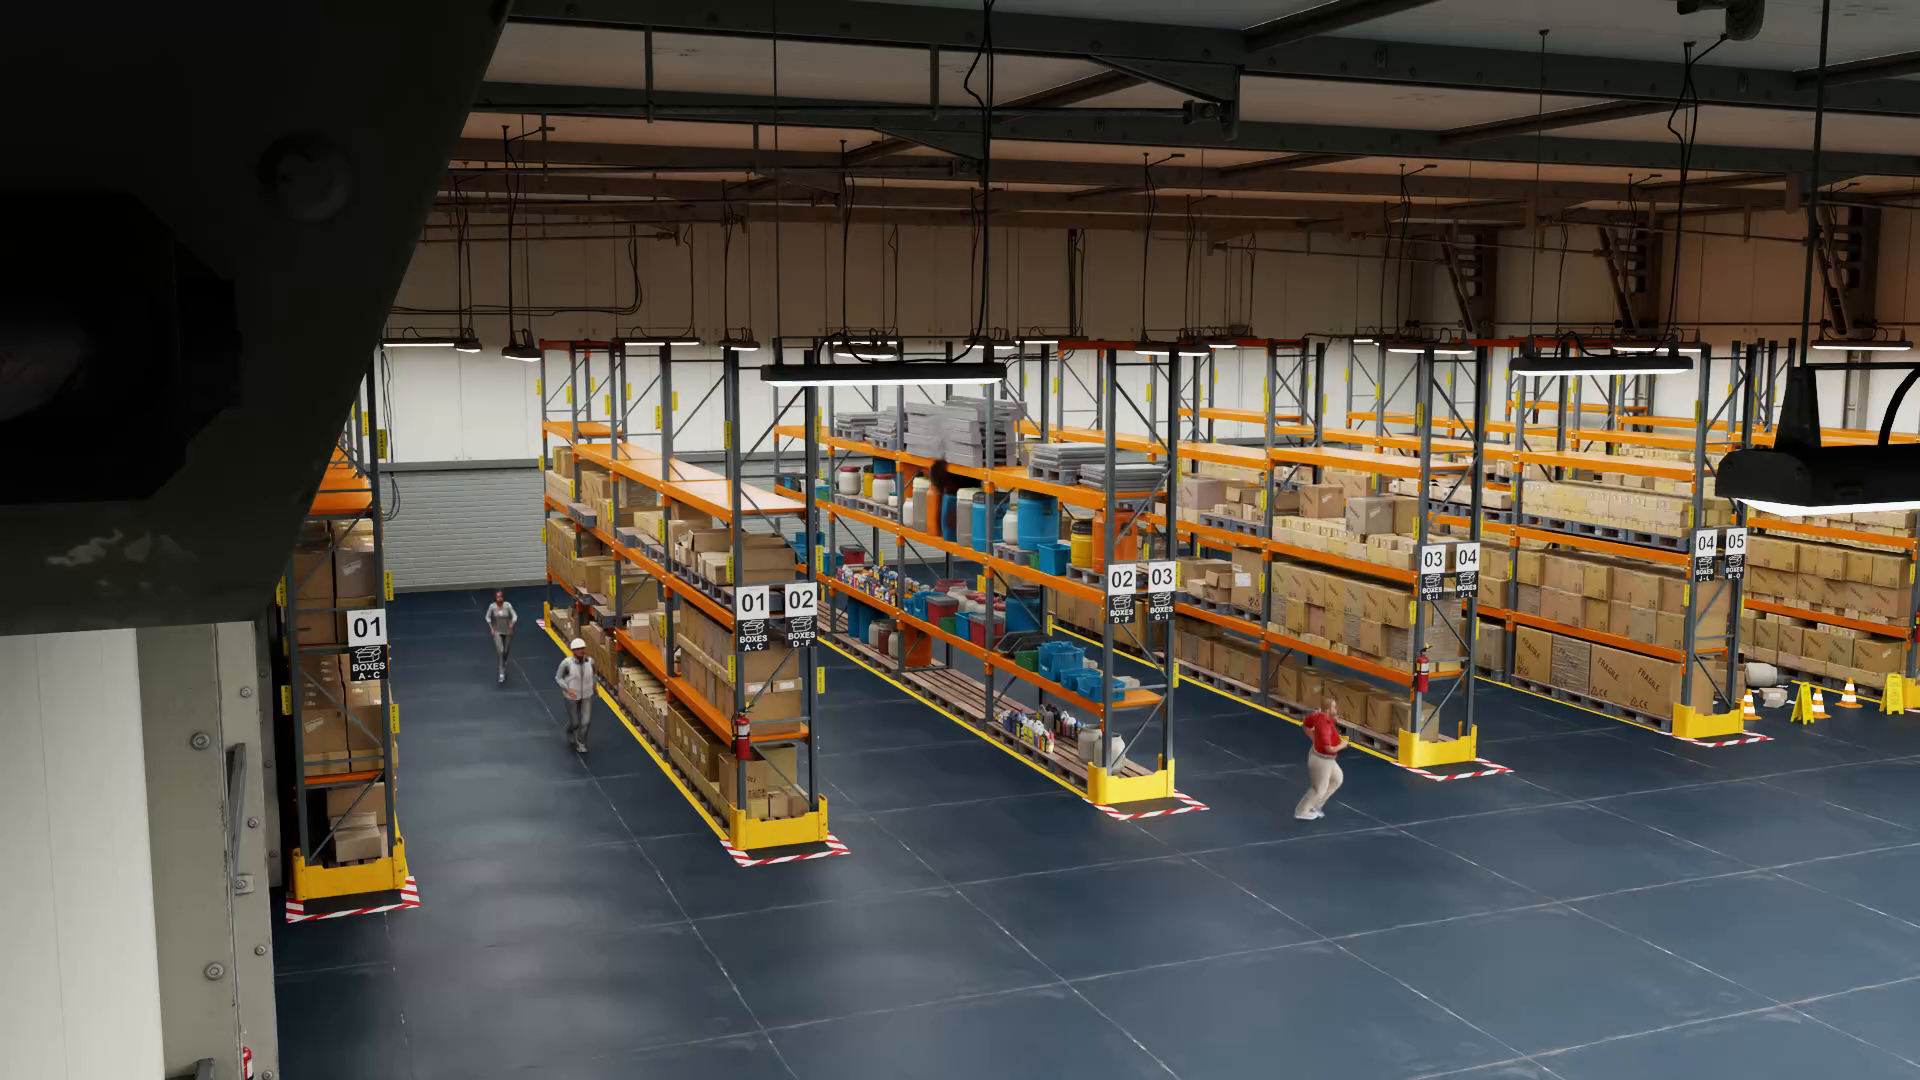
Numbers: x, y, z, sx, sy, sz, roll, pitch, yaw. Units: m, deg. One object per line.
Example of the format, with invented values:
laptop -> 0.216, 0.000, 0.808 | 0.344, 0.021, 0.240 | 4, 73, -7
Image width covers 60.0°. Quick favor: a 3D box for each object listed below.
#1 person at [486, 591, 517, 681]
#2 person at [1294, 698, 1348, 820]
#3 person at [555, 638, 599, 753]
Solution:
person -> -8.213, 1.685, 29.809 | 0.541, 1.593, 0.733 | -2, 8, -17
person -> 4.569, 2.793, 20.994 | 0.636, 1.692, 0.791 | 1, 8, 8
person -> -5.688, 2.288, 24.692 | 0.657, 1.722, 0.681 | -4, 8, -28
